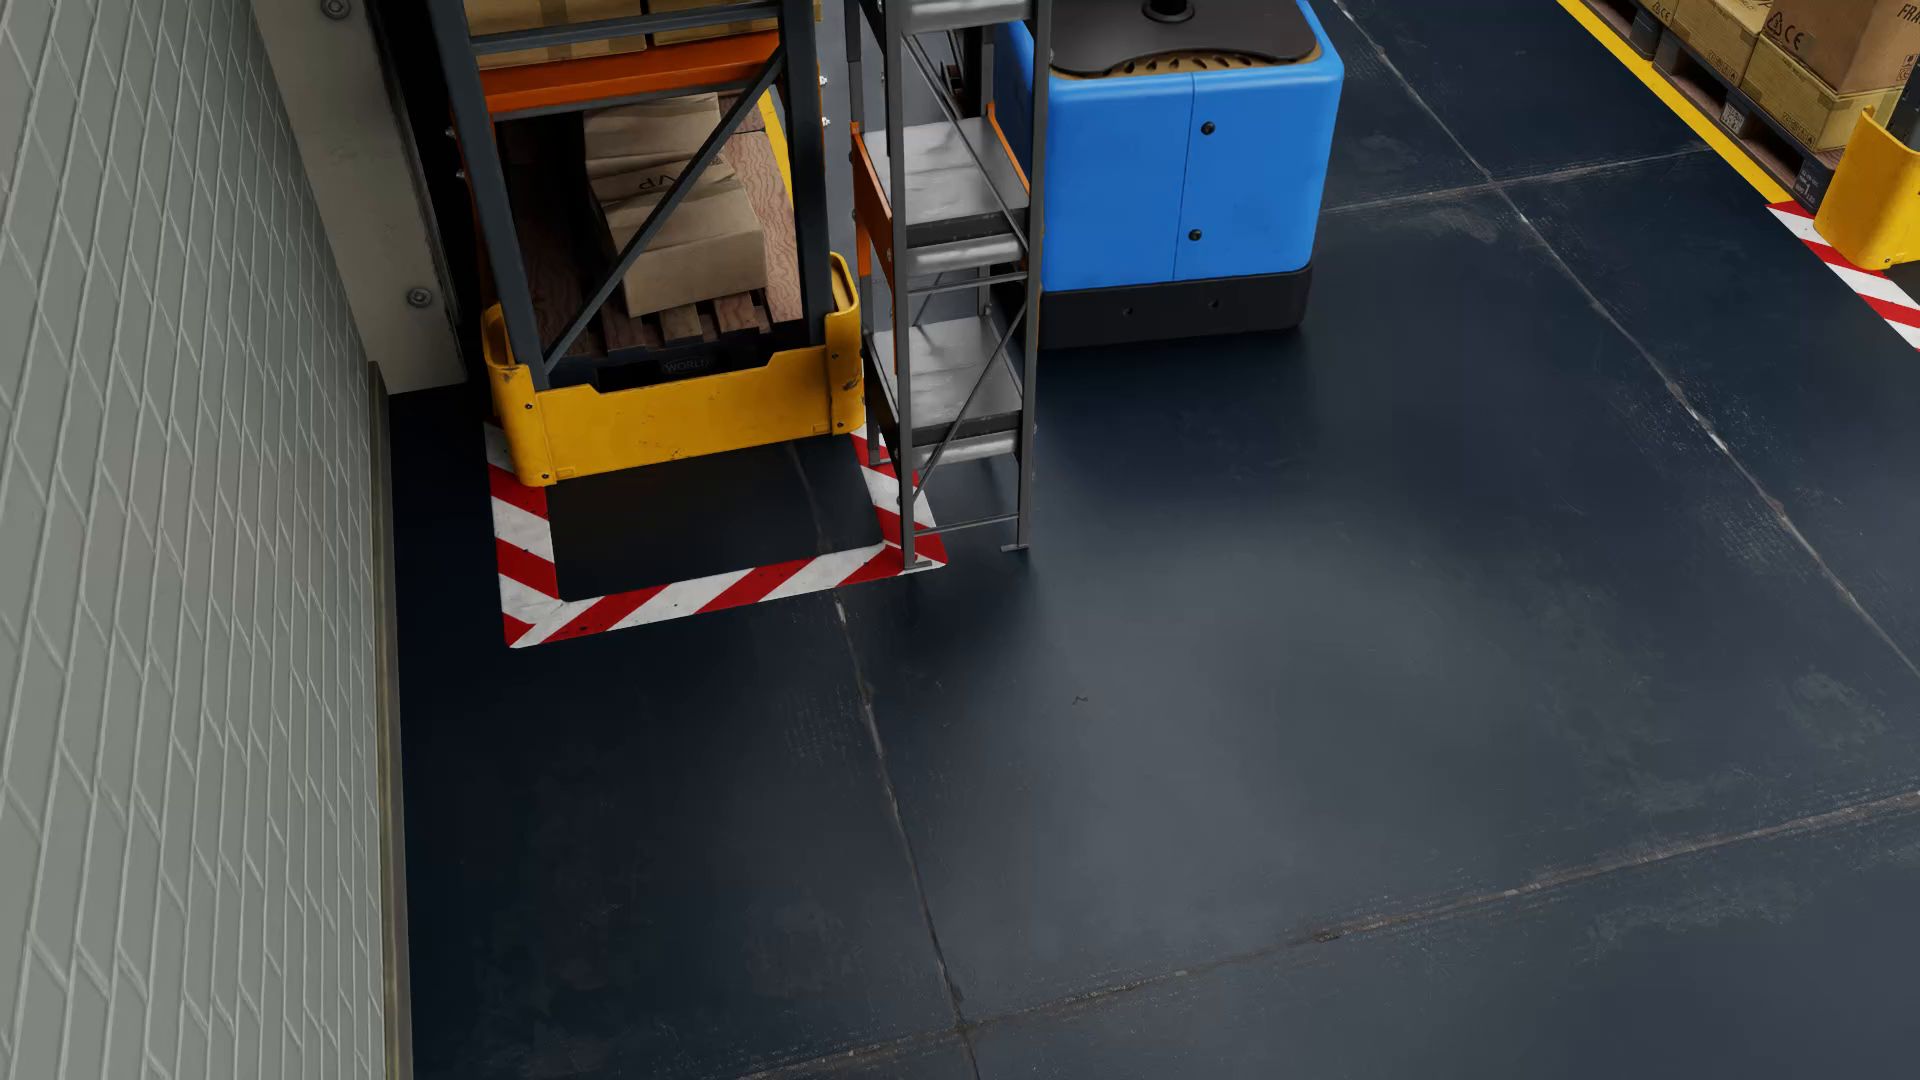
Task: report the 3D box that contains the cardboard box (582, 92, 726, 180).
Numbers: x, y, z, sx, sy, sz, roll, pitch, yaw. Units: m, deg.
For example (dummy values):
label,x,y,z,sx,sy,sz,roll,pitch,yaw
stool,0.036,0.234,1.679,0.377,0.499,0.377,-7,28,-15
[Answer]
label,x,y,z,sx,sy,sz,roll,pitch,yaw
cardboard box,-1.134,-1.486,6.180,0.500,0.311,0.500,-7,46,-7

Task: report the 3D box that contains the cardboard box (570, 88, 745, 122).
label,x,y,z,sx,sy,sz,roll,pitch,yaw
cardboard box,-1.274,-2.068,6.618,0.700,0.500,0.500,-13,47,-13

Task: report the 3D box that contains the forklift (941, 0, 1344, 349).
label,x,y,z,sx,sy,sz,roll,pitch,yaw
forklift,0.521,-2.753,5.896,1.130,2.935,3.031,-6,46,-5

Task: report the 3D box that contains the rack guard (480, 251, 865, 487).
label,x,y,z,sx,sy,sz,roll,pitch,yaw
rack guard,-0.917,-0.563,5.451,1.175,0.500,0.348,-11,47,-10

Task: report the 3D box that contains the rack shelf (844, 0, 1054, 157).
label,x,y,z,sx,sy,sz,roll,pitch,yaw
rack shelf,-0.042,-1.330,4.122,0.431,0.518,0.480,-11,47,-10

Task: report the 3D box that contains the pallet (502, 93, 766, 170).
label,x,y,z,sx,sy,sz,roll,pitch,yaw
pallet,-1.400,-1.870,6.935,1.003,0.211,1.213,-11,47,-10

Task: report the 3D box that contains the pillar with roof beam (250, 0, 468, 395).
label,x,y,z,sx,sy,sz,roll,pitch,yaw
pillar with roof beam,2.248,-4.597,3.455,9.100,9.000,0.400,-11,47,-10

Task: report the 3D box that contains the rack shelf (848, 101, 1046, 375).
label,x,y,z,sx,sy,sz,roll,pitch,yaw
rack shelf,-0.042,-0.840,4.622,0.431,0.518,0.480,-11,47,-10

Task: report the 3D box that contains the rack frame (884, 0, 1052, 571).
label,x,y,z,sx,sy,sz,roll,pitch,yaw
rack frame,0.020,-0.681,4.447,0.400,2.100,0.015,-11,47,-10

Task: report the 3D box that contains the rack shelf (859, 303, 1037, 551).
label,x,y,z,sx,sy,sz,roll,pitch,yaw
rack shelf,-0.042,-0.350,5.122,0.431,0.518,0.480,-11,47,-10

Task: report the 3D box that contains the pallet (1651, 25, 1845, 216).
label,x,y,z,sx,sy,sz,roll,pitch,yaw
pallet,3.653,-1.838,6.903,1.003,0.211,1.213,-11,47,-10

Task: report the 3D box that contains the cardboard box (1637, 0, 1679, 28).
label,x,y,z,sx,sy,sz,roll,pitch,yaw
cardboard box,3.197,-2.482,7.214,0.500,0.250,0.500,-11,47,-10

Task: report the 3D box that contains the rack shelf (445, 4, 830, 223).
label,x,y,z,sx,sy,sz,roll,pitch,yaw
rack shelf,-1.410,-2.514,6.117,1.077,0.370,4.000,-11,47,-10

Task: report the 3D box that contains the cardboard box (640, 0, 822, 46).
label,x,y,z,sx,sy,sz,roll,pitch,yaw
cardboard box,-0.716,-1.735,4.941,0.500,0.250,0.500,-12,47,-11

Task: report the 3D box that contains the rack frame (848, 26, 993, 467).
label,x,y,z,sx,sy,sz,roll,pitch,yaw
rack frame,-0.105,-1.018,4.777,0.400,2.100,0.015,-11,47,-10

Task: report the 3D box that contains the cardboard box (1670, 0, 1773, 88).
label,x,y,z,sx,sy,sz,roll,pitch,yaw
cardboard box,3.327,-2.137,6.876,0.500,0.250,0.500,-11,47,-10

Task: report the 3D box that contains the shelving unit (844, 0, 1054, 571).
label,x,y,z,sx,sy,sz,roll,pitch,yaw
shelving unit,-0.042,-0.849,4.612,0.431,2.100,0.503,-11,47,-10

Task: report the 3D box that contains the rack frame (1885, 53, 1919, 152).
label,x,y,z,sx,sy,sz,roll,pitch,yaw
rack frame,3.890,-2.294,5.397,1.000,3.000,0.127,-11,47,-10

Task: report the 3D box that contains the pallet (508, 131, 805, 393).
label,x,y,z,sx,sy,sz,roll,pitch,yaw
pallet,-1.091,-1.029,6.111,1.003,0.211,1.213,-11,47,-10

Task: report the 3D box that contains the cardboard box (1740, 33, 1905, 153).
label,x,y,z,sx,sy,sz,roll,pitch,yaw
cardboard box,3.467,-1.794,6.539,0.500,0.250,0.500,-11,47,-10

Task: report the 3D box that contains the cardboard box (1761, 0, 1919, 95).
label,x,y,z,sx,sy,sz,roll,pitch,yaw
cardboard box,3.465,-2.056,6.271,0.500,0.500,0.500,-11,47,-10

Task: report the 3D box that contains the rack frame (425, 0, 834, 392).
label,x,y,z,sx,sy,sz,roll,pitch,yaw
rack frame,-0.898,-1.385,4.507,1.000,3.000,0.127,-11,47,-10

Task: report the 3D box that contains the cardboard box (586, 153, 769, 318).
label,x,y,z,sx,sy,sz,roll,pitch,yaw
cardboard box,-0.988,-1.092,5.795,0.500,0.311,0.500,-16,48,-15

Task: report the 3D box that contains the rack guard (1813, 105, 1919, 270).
label,x,y,z,sx,sy,sz,roll,pitch,yaw
rack guard,3.896,-1.402,6.274,1.175,0.500,0.348,-11,47,-10

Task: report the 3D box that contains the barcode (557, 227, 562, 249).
label,x,y,z,sx,sy,sz,roll,pitch,yaw
barcode,-1.379,-1.035,5.732,0.001,0.075,0.075,-11,47,-10

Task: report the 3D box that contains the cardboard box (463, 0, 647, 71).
label,x,y,z,sx,sy,sz,roll,pitch,yaw
cardboard box,-1.205,-1.627,4.835,0.500,0.250,0.500,-10,46,-10

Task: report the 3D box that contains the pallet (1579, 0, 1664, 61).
label,x,y,z,sx,sy,sz,roll,pitch,yaw
pallet,3.345,-2.679,7.727,1.003,0.211,1.213,-11,47,-10
